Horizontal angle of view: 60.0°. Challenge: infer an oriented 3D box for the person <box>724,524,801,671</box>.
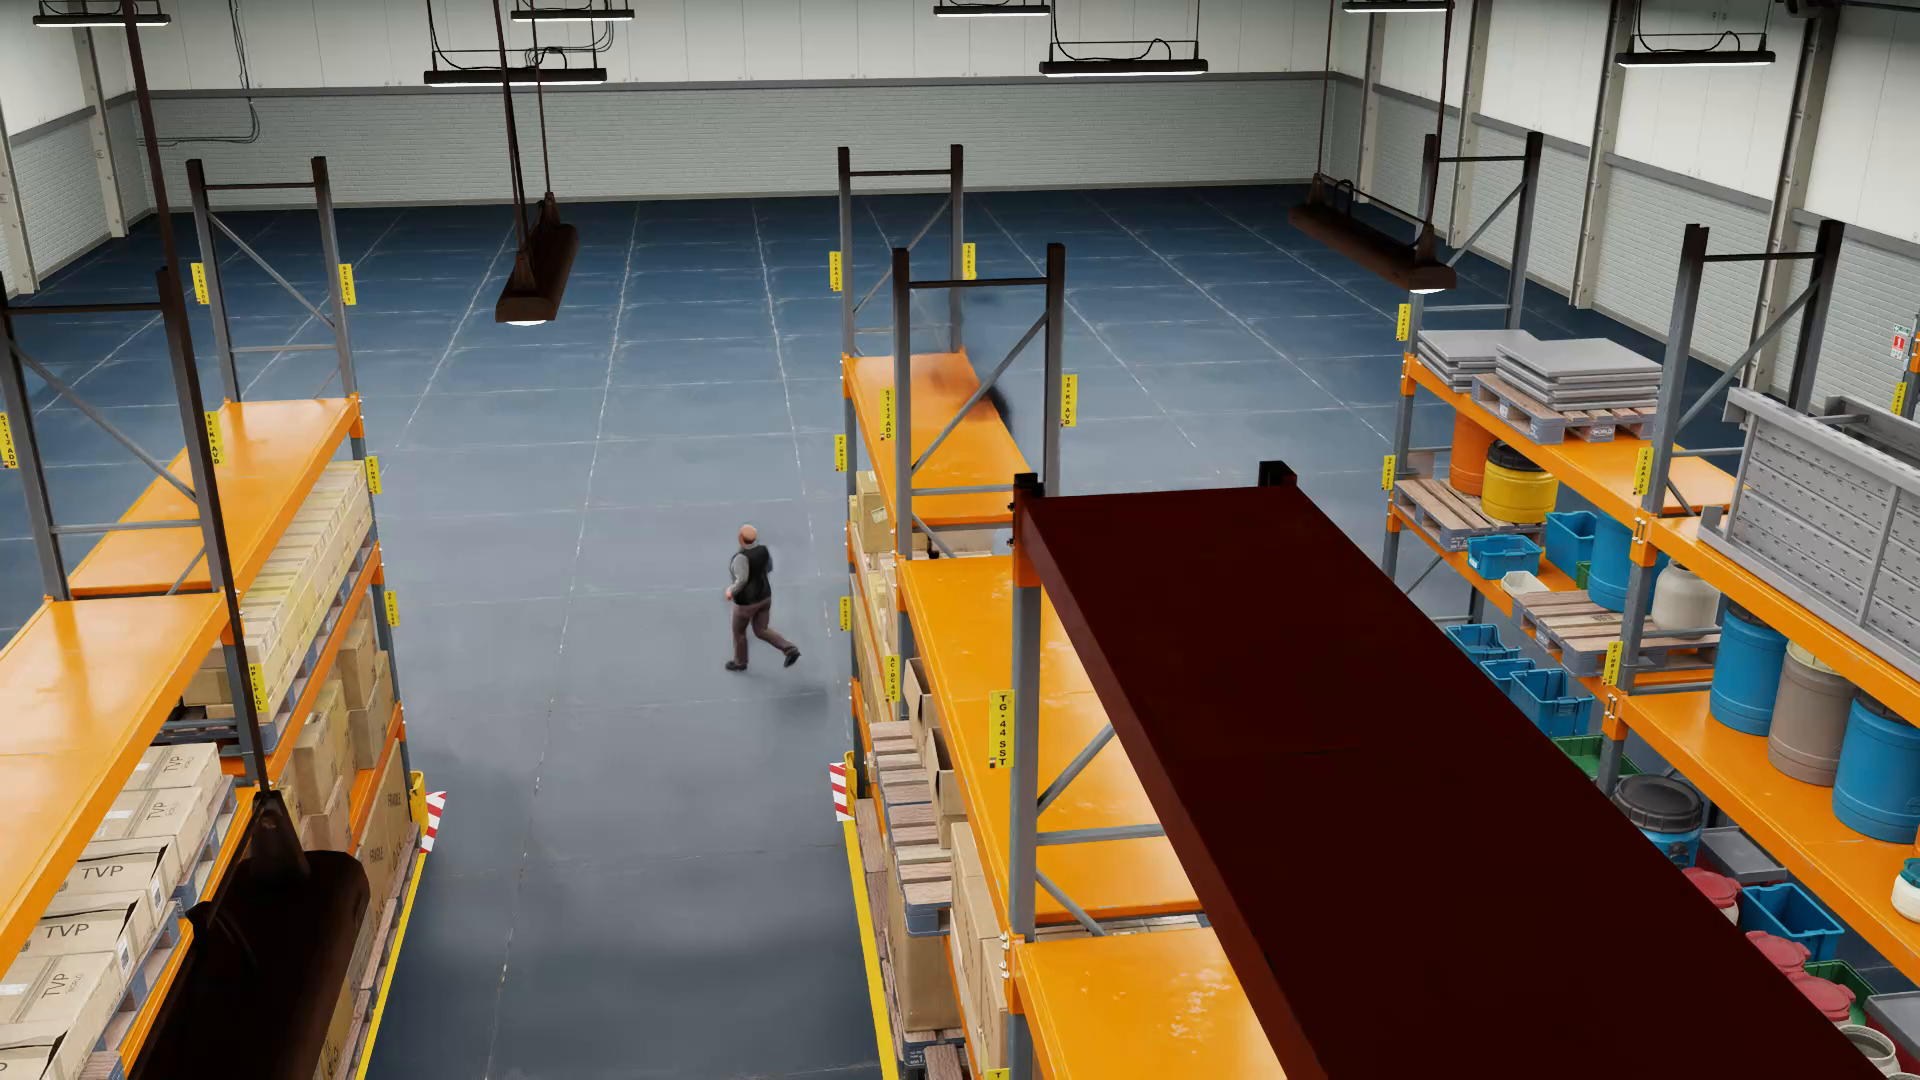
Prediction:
[{"bbox_3d":[-2.175,0.667,17.654,0.918,1.730,0.670,14,26,32],"label":"person"}]
